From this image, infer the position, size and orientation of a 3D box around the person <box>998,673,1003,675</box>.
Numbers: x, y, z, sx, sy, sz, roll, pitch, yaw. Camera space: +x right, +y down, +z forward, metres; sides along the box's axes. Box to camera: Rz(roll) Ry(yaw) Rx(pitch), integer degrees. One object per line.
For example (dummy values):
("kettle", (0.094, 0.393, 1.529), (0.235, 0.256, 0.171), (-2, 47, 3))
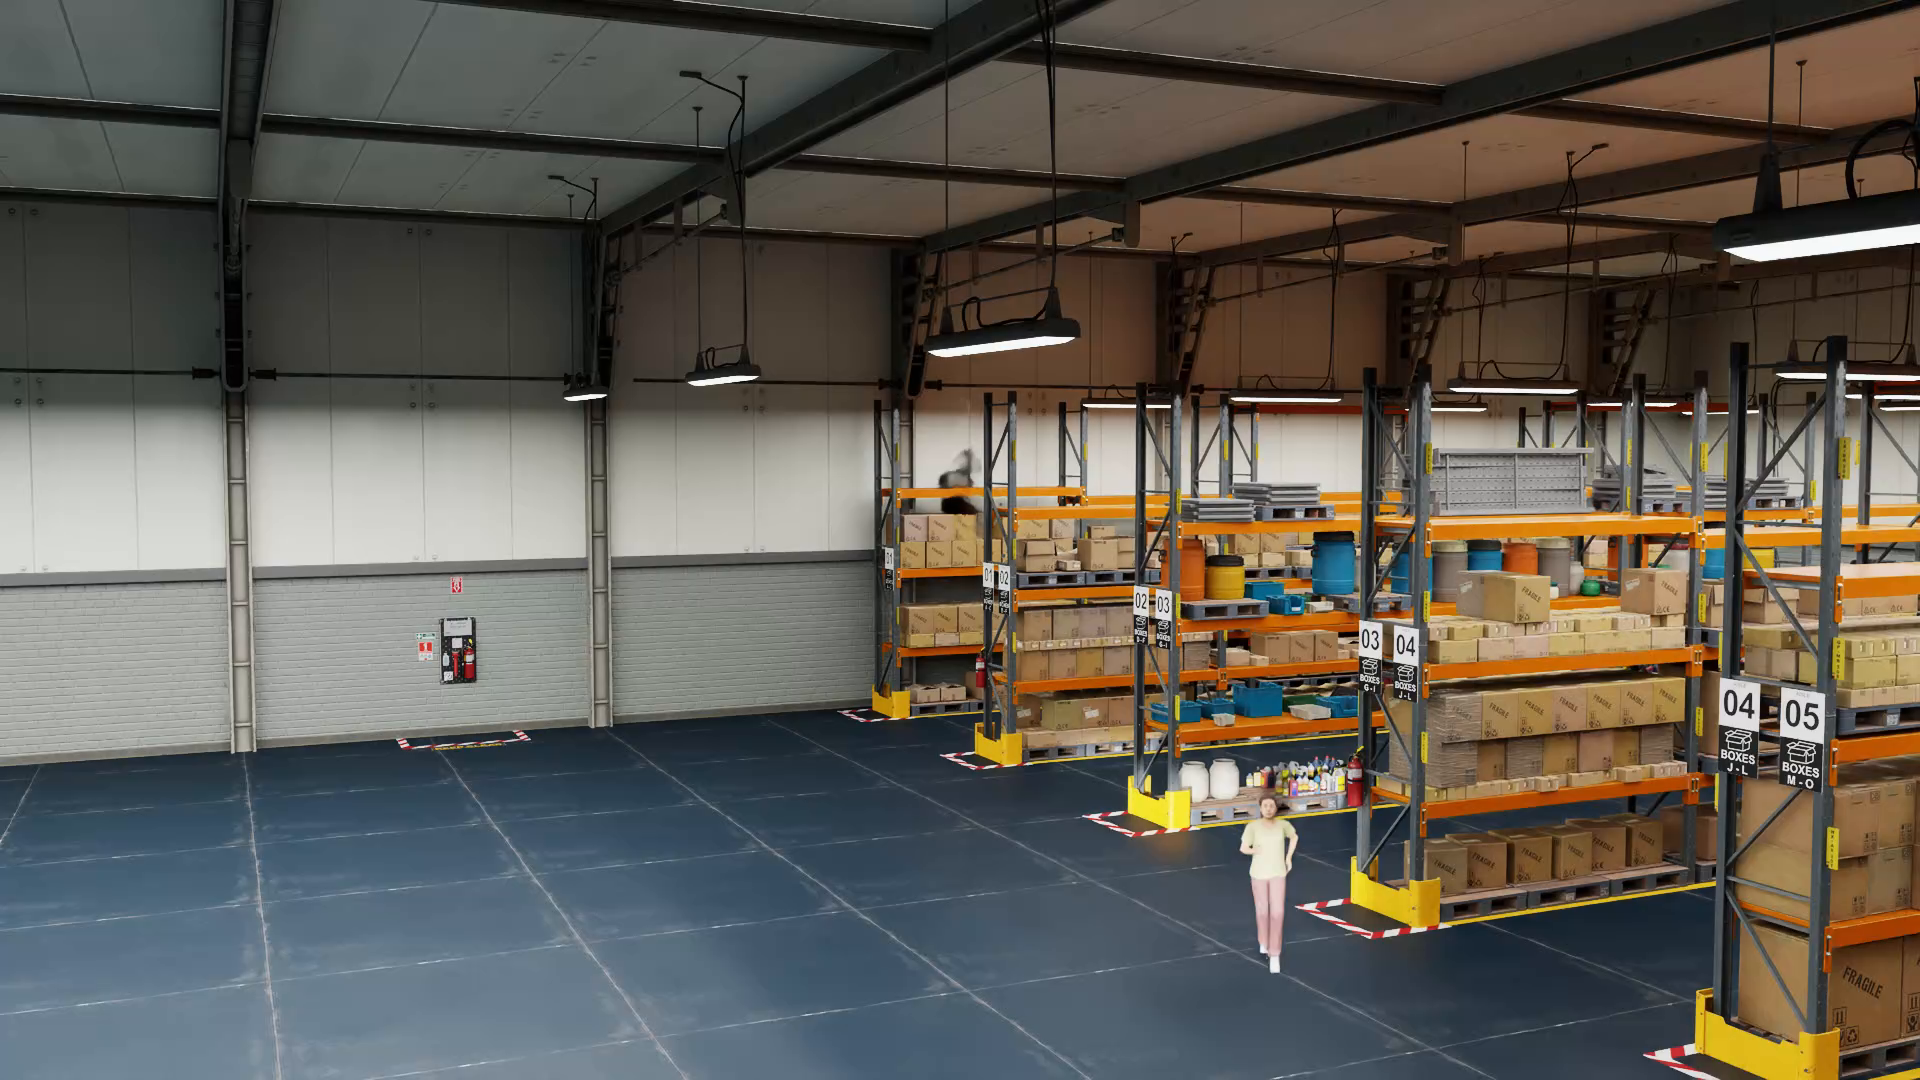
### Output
("person", (0.942, 2.515, 29.215), (0.522, 1.643, 0.589), (-2, 4, -31))

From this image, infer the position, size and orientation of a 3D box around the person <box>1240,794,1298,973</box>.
("person", (3.056, 3.365, 16.491), (0.559, 1.717, 0.698), (1, 3, 12))
